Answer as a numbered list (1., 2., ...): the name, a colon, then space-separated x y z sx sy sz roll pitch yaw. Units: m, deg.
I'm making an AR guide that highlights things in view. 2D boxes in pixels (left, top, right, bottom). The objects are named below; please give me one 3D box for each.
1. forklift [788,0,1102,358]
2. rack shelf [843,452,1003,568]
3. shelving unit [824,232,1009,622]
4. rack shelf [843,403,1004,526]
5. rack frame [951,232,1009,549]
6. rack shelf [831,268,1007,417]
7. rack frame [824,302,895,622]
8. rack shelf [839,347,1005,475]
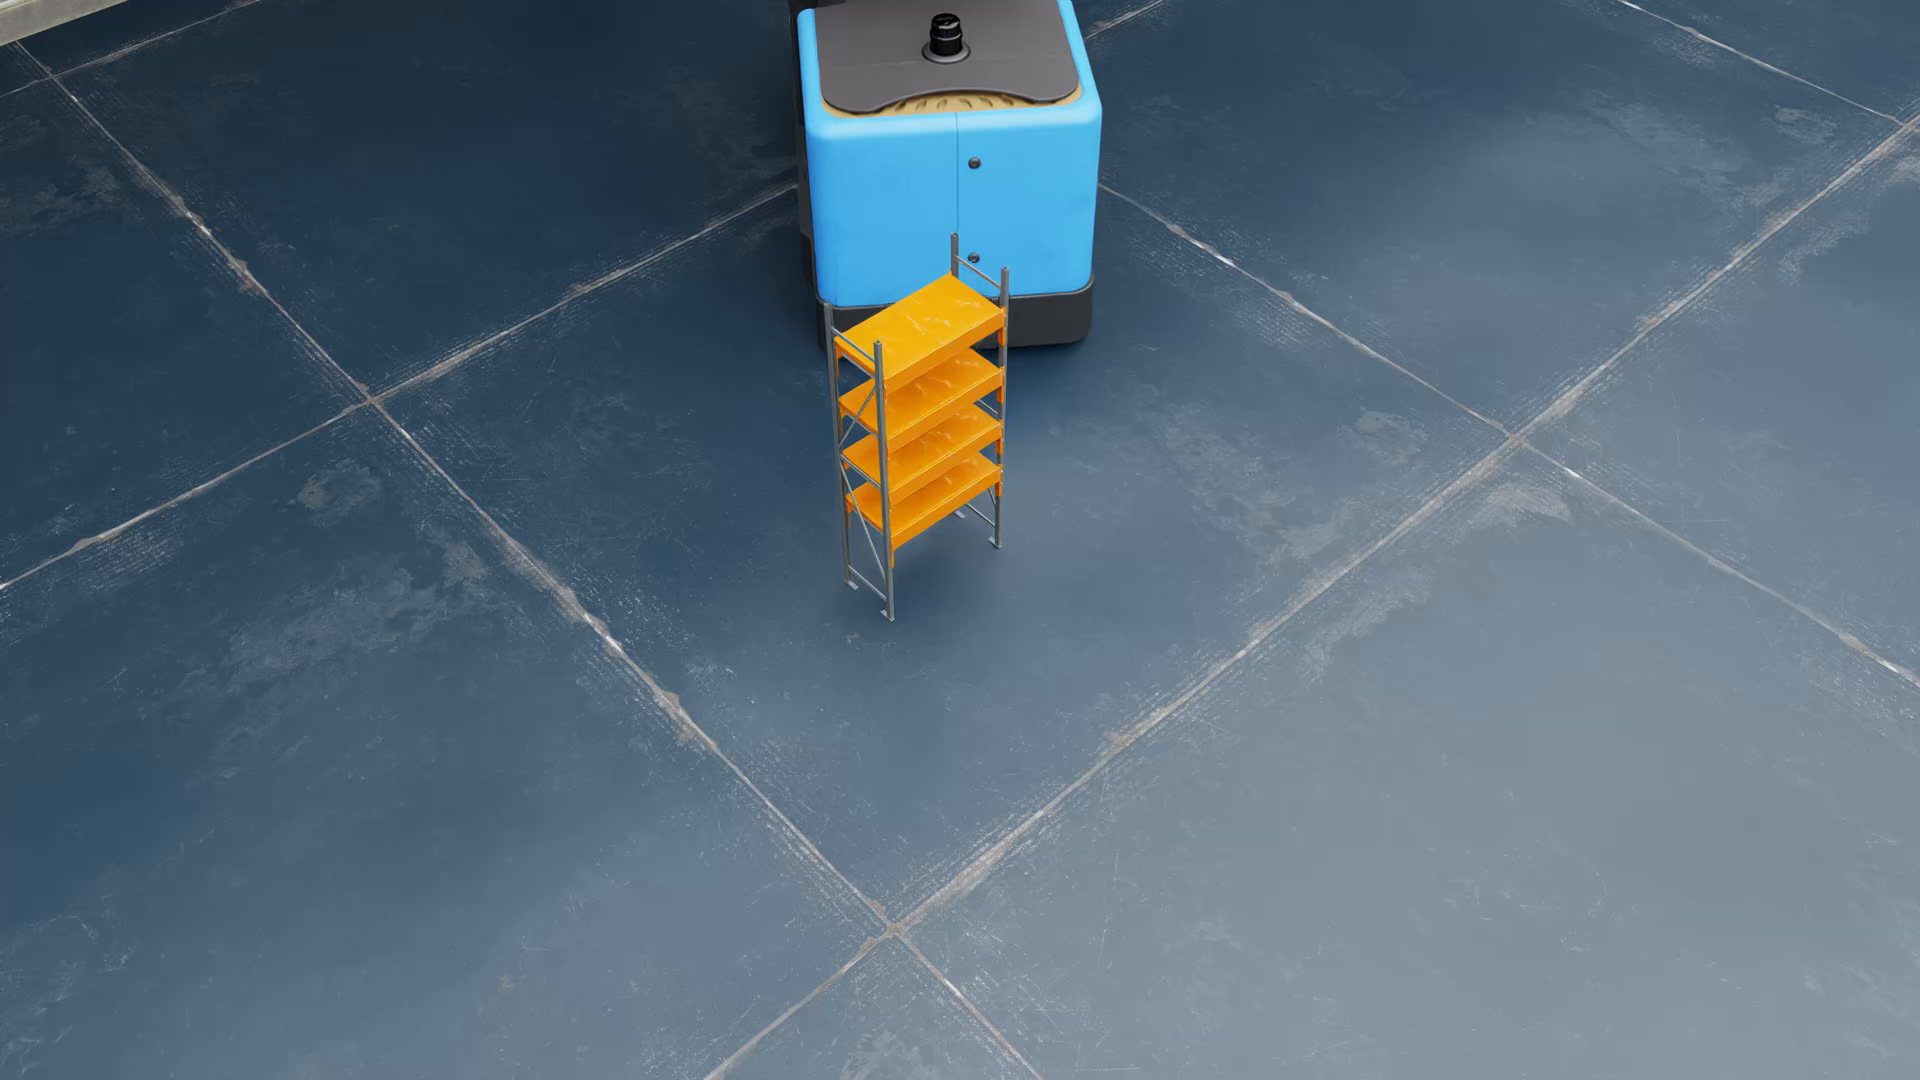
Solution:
1. forklift: -0.166 -2.770 6.312 1.130 2.935 3.031 -4 47 -4
2. rack shelf: -0.122 -0.145 5.429 0.480 0.148 0.258 -34 56 -27
3. shelving unit: -0.122 -0.325 5.234 0.503 1.200 0.258 -34 56 -27
4. rack shelf: -0.122 -0.279 5.283 0.480 0.148 0.258 -34 56 -27
5. rack frame: 0.058 -0.446 5.345 0.015 1.200 0.240 -34 56 -27
6. rack shelf: -0.122 -0.592 4.945 0.480 0.148 0.258 -34 56 -27
7. rack frame: -0.303 -0.204 5.122 0.015 1.200 0.240 -34 56 -27
8. rack shelf: -0.122 -0.431 5.119 0.480 0.148 0.258 -34 56 -27
